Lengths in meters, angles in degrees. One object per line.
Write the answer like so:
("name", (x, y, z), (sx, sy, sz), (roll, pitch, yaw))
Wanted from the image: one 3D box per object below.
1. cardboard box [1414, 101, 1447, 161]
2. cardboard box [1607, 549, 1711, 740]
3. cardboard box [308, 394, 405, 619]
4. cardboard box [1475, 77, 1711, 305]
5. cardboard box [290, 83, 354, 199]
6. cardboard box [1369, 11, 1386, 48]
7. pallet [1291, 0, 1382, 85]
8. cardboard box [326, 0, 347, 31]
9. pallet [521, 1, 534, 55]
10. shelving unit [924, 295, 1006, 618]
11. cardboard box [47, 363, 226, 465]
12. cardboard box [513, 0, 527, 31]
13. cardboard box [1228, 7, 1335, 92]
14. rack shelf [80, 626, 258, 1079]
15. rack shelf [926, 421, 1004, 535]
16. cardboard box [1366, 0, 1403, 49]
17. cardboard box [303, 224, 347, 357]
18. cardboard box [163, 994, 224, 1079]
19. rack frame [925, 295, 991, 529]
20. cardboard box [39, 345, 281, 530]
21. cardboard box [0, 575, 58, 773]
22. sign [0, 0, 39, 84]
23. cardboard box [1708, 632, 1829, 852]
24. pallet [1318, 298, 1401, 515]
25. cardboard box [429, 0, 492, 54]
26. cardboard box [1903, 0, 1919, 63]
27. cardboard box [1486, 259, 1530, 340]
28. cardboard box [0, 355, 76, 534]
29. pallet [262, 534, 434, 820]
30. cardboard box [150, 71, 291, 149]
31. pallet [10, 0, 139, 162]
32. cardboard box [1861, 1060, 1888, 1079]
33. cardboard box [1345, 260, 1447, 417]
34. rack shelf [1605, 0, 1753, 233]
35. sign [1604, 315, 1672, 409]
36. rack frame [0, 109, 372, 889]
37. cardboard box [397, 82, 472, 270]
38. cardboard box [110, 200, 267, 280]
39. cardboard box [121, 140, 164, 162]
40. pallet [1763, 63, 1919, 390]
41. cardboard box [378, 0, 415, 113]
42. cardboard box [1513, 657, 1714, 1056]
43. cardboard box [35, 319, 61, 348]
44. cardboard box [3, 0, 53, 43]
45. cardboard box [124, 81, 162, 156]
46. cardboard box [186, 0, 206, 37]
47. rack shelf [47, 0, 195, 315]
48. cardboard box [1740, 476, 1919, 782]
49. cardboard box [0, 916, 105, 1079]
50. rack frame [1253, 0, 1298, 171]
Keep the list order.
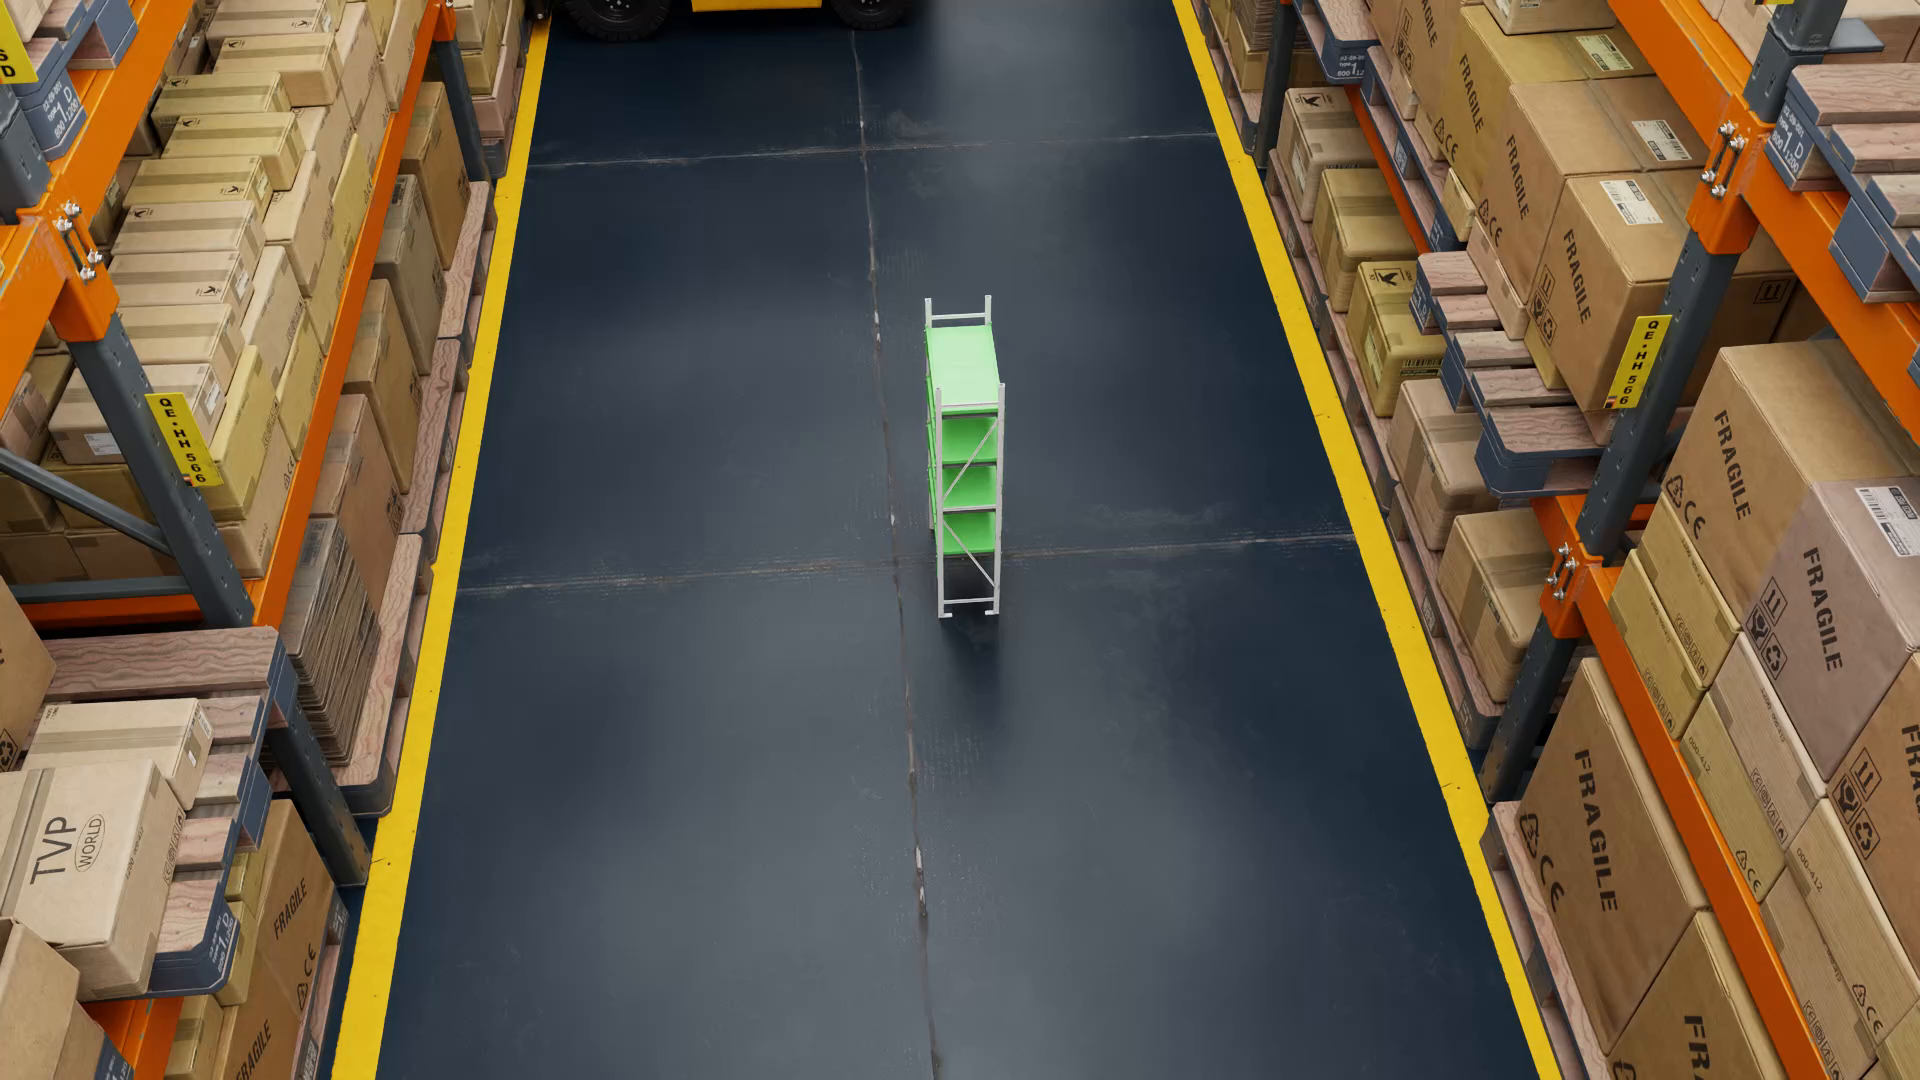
("cardboard box", (1.919, -1.548, 6.171), (0.380, 0.149, 0.250), (-5, 47, -5))
("cardboard box", (2.179, 0.270, 4.668), (0.500, 0.250, 0.500), (-4, 47, -4))
("cardboard box", (-2.658, -0.099, 6.260), (0.875, 0.625, 0.625), (-2, 47, -2))
("cardboard box", (2.020, -1.117, 5.316), (0.500, 0.500, 0.500), (-4, 47, -4))
("cardboard box", (-2.485, -1.413, 5.918), (0.500, 0.250, 0.500), (-3, 47, -3))
("cardboard box", (1.878, -2.114, 6.706), (0.380, 0.149, 0.250), (-3, 47, -3))
("pallet", (1.973, -2.417, 7.242), (1.003, 0.211, 1.213), (-3, 47, -3))
("cardboard box", (-2.520, -2.023, 6.221), (0.380, 0.149, 0.250), (-4, 47, -4))
("pallet", (-3.022, -3.245, 9.814), (1.003, 0.211, 1.213), (-3, 47, -3))
("shelving unit", (0.014, -0.293, 6.337), (0.258, 1.200, 0.503), (-3, 47, -3))
("cardboard box", (-2.290, -0.353, 4.639), (0.380, 0.149, 0.250), (-2, 47, -2))
("cardboard box", (-2.719, -3.047, 9.311), (0.500, 0.250, 0.500), (-3, 47, -3))
("cardboard box", (1.737, -2.655, 8.940), (0.500, 0.250, 0.500), (-2, 47, -1))
("rack shelf", (-2.389, 1.848, 3.566), (1.077, 0.370, 4.000), (-3, 47, -3))
("rack shelf", (0.014, -0.249, 6.384), (0.258, 0.148, 0.480), (-3, 47, -3))
("cardboard box", (1.878, -2.249, 6.387), (0.500, 0.500, 0.500), (-4, 47, -4))
("cardboard box", (-2.438, -0.867, 5.745), (0.500, 0.250, 0.500), (-5, 47, -5))
("cardboard box", (-2.231, 1.376, 4.503), (0.380, 0.149, 0.250), (-5, 47, -5))
("rack frame", (-0.007, -0.469, 6.505), (0.240, 1.200, 0.015), (-3, 47, -3))
("cardboard box", (-2.326, -0.304, 4.868), (0.500, 0.250, 0.500), (-4, 47, -3))
("cardboard box", (-2.669, 0.356, 4.125), (0.500, 0.500, 0.500), (-2, 47, -1))
("sign", (-2.016, -1.087, 3.428), (0.100, 0.325, 0.005), (-3, 47, -3))
("cardboard box", (2.228, 0.484, 4.121), (0.500, 0.250, 0.500), (-2, 47, -2))
("pallet", (2.226, -0.638, 7.346), (1.003, 0.211, 1.213), (-3, 47, -3))
("cardboard box", (-2.619, -2.652, 8.249), (0.500, 0.250, 0.500), (-4, 47, -4))
("cardboard box", (2.532, -1.334, 4.191), (0.380, 0.149, 0.250), (-3, 47, -3))
("cardboard box", (1.967, -0.801, 5.463), (0.380, 0.149, 0.250), (-4, 47, -4))
("cardboard box", (-2.871, -0.275, 4.840), (0.500, 0.250, 0.500), (-3, 47, -2))
("pallet", (-2.587, 0.514, 6.254), (1.003, 0.211, 1.213), (-3, 47, -3))
("cardboard box", (-2.527, -1.468, 5.695), (0.380, 0.149, 0.250), (-3, 47, -3))
("pallet", (-2.703, -1.299, 4.115), (1.213, 0.211, 1.003), (-2, 47, -1))
("cardboard box", (2.323, 1.377, 3.620), (0.500, 0.250, 0.500), (-3, 47, -3))
("cardboard box", (2.224, -0.884, 7.178), (0.950, 0.372, 0.625), (-2, 47, -2))
("rack shelf", (2.222, -2.382, 5.506), (1.077, 0.370, 4.000), (-3, 47, -3))
("sign", (1.849, -0.482, 4.534), (0.100, 0.325, 0.005), (-3, 47, -3))
("rack frame", (-2.557, 0.153, 4.675), (1.000, 3.000, 0.127), (-3, 47, -3))
("cardboard box", (-2.837, -1.692, 7.769), (0.875, 0.625, 0.625), (-2, 47, -2))
("cardboard box", (-2.395, -0.918, 5.175), (0.380, 0.149, 0.250), (-3, 47, -3))
("cardboard box", (-2.990, -1.372, 5.879), (0.500, 0.250, 0.500), (-4, 47, -4))
("pallet", (2.496, -0.655, 3.505), (1.213, 0.211, 1.003), (-2, 47, -1))
("cardboard box", (-2.541, -1.977, 6.796), (0.500, 0.250, 0.500), (-4, 47, -4))
("cardboard box", (2.364, 0.940, 5.104), (0.875, 0.875, 0.875), (-4, 47, -4))
("cardboard box", (-2.880, -0.701, 4.969), (0.380, 0.149, 0.250), (-4, 47, -3))
("cardboard box", (-2.283, -1.247, 3.739), (0.380, 0.166, 0.250), (-4, 47, -3))
("cardboard box", (-2.933, -1.437, 5.666), (0.380, 0.149, 0.250), (-2, 47, -2))
("cardboard box", (-3.048, -1.988, 6.187), (0.380, 0.149, 0.250), (-4, 47, -3))
("rack shelf", (-2.724, -2.078, 5.218), (1.077, 0.370, 4.000), (-3, 47, -3))
("cardboard box", (2.238, 0.201, 3.873), (0.500, 0.500, 0.500), (-3, 47, -3))
("cardboard box", (-2.236, 1.143, 3.377), (0.797, 0.503, 0.637), (-4, 47, -4))
("rack frame", (2.054, -3.045, 7.704), (1.000, 3.000, 0.127), (-3, 47, -3))
